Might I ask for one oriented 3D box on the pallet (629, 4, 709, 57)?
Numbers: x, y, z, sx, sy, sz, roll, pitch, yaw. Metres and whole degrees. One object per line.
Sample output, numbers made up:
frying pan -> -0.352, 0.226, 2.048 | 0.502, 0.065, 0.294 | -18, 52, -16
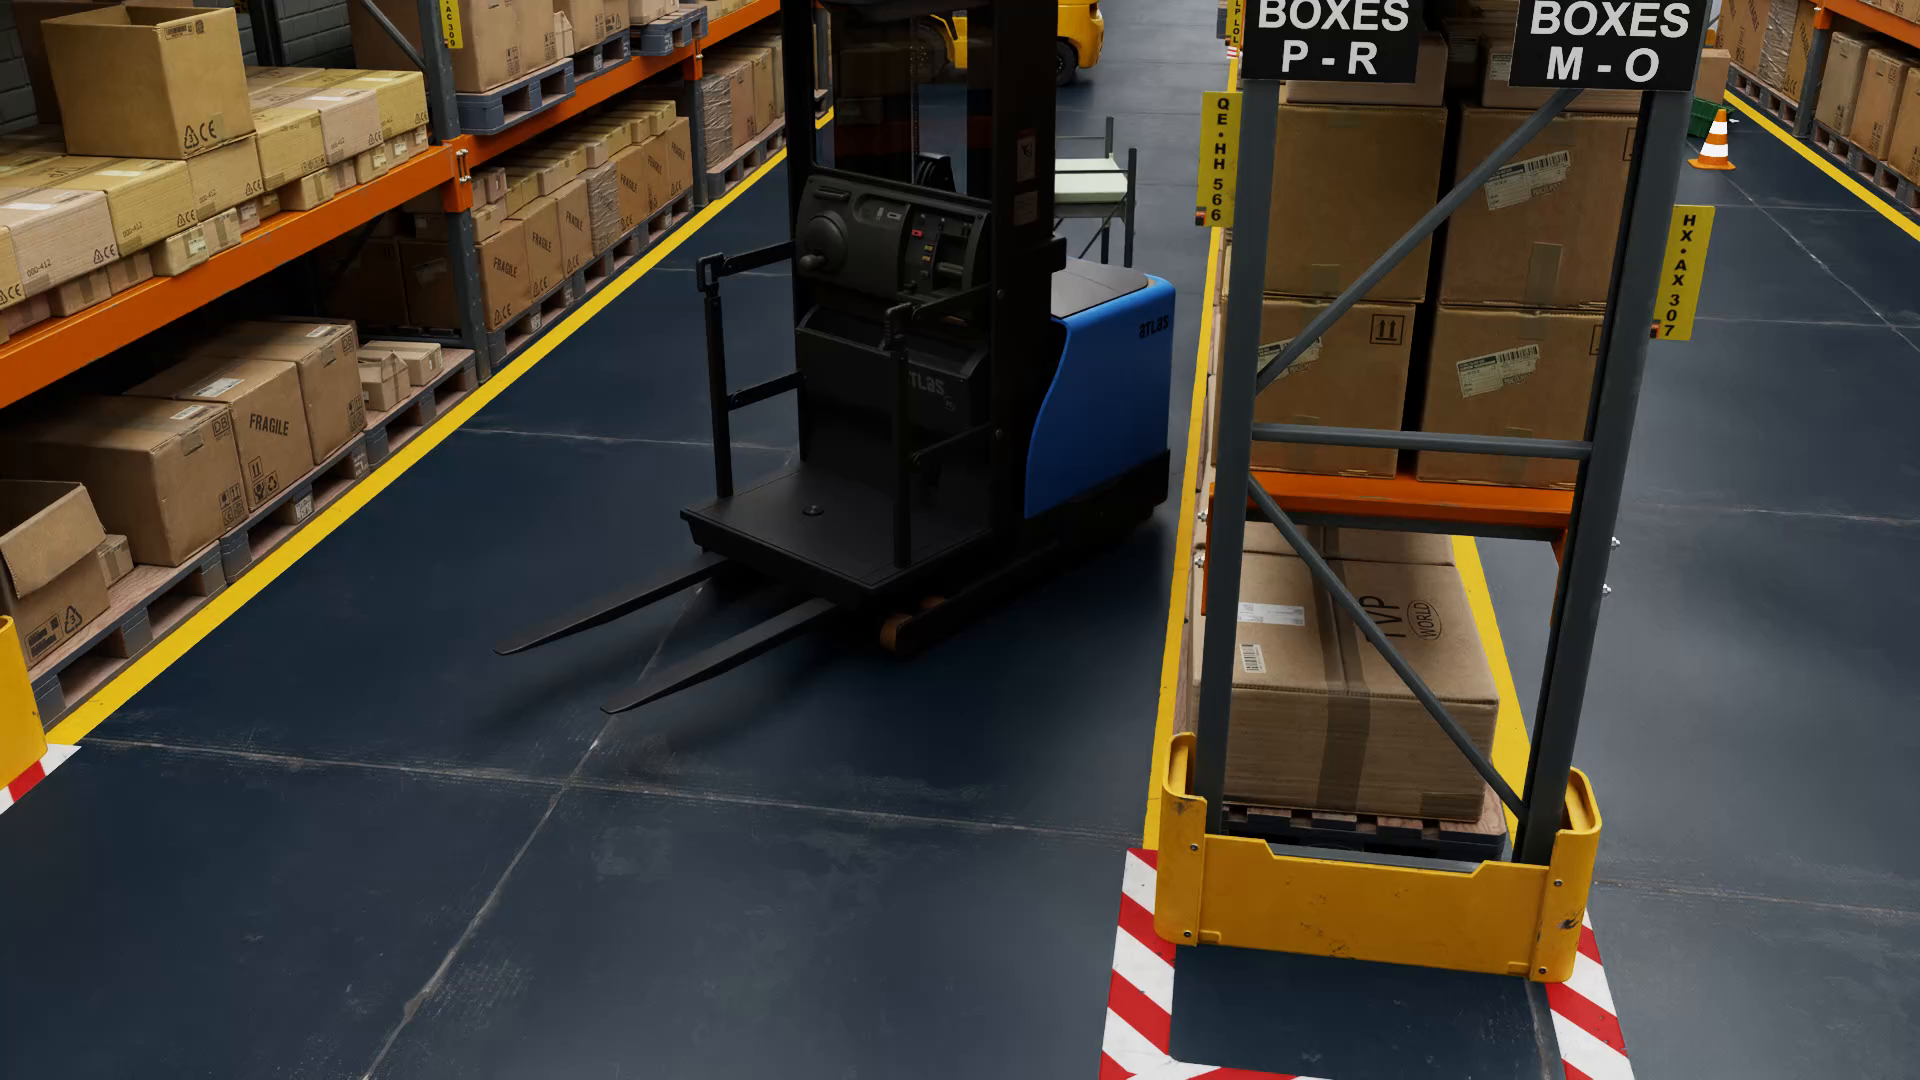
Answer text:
pallet -> -2.468, -3.558, 11.539 | 1.213, 0.211, 1.003 | 4, 25, 9

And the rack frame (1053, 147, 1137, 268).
rack frame -> 0.594, -1.079, 7.785 | 0.400, 1.500, 0.023 | -1, 25, -3

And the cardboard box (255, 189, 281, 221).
cardboard box -> -3.159, -1.458, 7.123 | 0.380, 0.149, 0.250 | 4, 25, 9

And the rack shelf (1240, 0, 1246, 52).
rack shelf -> 1.490, -2.114, 5.539 | 1.077, 0.370, 4.000 | 4, 25, 9

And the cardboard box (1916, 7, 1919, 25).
cardboard box -> 7.344, -3.960, 12.054 | 0.500, 0.500, 0.500 | 4, 25, 8

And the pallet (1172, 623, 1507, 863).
pallet -> 1.217, 0.678, 5.553 | 1.003, 0.211, 1.213 | 4, 25, 9

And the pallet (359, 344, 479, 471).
pallet -> -3.194, -0.710, 8.518 | 1.003, 0.211, 1.213 | 4, 25, 9

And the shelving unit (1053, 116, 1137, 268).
shelving unit -> 0.573, -1.234, 8.116 | 0.431, 1.500, 0.755 | -1, 25, -3

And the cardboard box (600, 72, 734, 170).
cardboard box -> -2.311, -3.308, 13.085 | 0.875, 0.625, 0.625 | 5, 26, 10

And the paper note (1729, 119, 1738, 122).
paper note -> 7.241, -3.963, 15.679 | 0.147, 0.020, 0.142 | -14, 29, -27

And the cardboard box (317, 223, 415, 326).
cardboard box -> -3.292, -1.544, 9.464 | 0.500, 0.500, 0.500 | 4, 25, 8

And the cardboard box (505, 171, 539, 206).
cardboard box -> -2.728, -2.089, 9.862 | 0.380, 0.149, 0.250 | 4, 25, 8

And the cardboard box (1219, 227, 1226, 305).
cardboard box -> 1.224, -1.152, 6.055 | 0.500, 0.500, 0.500 | 5, 26, 10

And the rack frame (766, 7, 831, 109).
rack frame -> -1.773, -5.606, 15.689 | 1.000, 3.000, 0.127 | 4, 25, 9

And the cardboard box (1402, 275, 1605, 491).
cardboard box -> 1.525, -0.471, 4.601 | 0.500, 0.500, 0.500 | 4, 25, 8

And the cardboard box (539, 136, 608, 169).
cardboard box -> -2.502, -2.508, 10.759 | 0.380, 0.149, 0.250 | 3, 25, 6

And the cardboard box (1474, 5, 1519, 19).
cardboard box -> 1.623, -1.382, 4.601 | 0.380, 0.149, 0.250 | 5, 26, 10

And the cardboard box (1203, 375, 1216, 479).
cardboard box -> 1.463, -0.318, 6.918 | 0.875, 0.438, 0.875 | 3, 25, 7

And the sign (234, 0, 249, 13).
sign -> -3.629, -2.822, 8.374 | 0.100, 0.325, 0.005 | 4, 25, 9

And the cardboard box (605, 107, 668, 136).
cardboard box -> -2.272, -2.945, 11.691 | 0.380, 0.149, 0.250 | 3, 25, 6

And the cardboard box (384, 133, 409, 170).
cardboard box -> -2.905, -1.885, 8.036 | 0.380, 0.149, 0.250 | 5, 25, 10

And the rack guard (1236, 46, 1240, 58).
rack guard -> 3.766, -5.773, 18.994 | 1.175, 0.500, 0.348 | 4, 25, 9

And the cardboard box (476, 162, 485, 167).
cardboard box -> -3.122, -2.219, 10.141 | 0.380, 0.149, 0.250 | 5, 25, 10

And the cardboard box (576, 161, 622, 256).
cardboard box -> -2.525, -2.153, 10.766 | 0.500, 0.500, 0.500 | 3, 25, 7

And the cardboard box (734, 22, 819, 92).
cardboard box -> -1.847, -4.502, 15.635 | 0.875, 0.625, 0.625 | 5, 26, 11

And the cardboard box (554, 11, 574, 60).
cardboard box -> -2.475, -2.944, 9.665 | 0.396, 0.266, 0.258 | 5, 26, 11

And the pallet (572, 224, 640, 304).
pallet -> -2.788, -1.852, 10.958 | 1.003, 0.211, 1.213 | 4, 25, 9

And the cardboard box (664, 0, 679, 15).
cardboard box -> -2.156, -3.708, 11.435 | 0.380, 0.149, 0.250 | 4, 25, 9

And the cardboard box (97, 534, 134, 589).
cardboard box -> -3.433, 0.089, 6.388 | 0.380, 0.149, 0.250 | 3, 25, 6

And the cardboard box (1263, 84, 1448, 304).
cardboard box -> 1.007, -0.961, 4.468 | 0.500, 0.500, 0.500 | 5, 26, 10

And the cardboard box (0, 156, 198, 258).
cardboard box -> -3.233, -1.248, 6.205 | 0.500, 0.250, 0.500 | 4, 25, 8

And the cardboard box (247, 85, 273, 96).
cardboard box -> -3.503, -1.929, 7.658 | 0.500, 0.250, 0.500 | 4, 25, 8

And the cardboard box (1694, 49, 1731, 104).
cardboard box -> 7.266, -4.553, 16.383 | 0.500, 0.500, 0.500 | 8, 26, 18

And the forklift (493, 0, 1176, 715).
forklift -> -0.412, -1.128, 6.202 | 1.130, 2.935, 3.031 | 20, 32, 37

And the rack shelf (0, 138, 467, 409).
rack shelf -> -3.407, -1.098, 6.906 | 1.077, 0.370, 4.000 | 4, 25, 9

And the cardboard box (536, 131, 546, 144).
cardboard box -> -2.982, -2.650, 11.061 | 0.380, 0.149, 0.250 | 3, 25, 7

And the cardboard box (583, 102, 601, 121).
cardboard box -> -2.820, -3.089, 11.998 | 0.380, 0.149, 0.250 | 5, 26, 11

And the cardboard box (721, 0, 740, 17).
cardboard box -> -2.026, -4.244, 12.956 | 0.500, 0.250, 0.500 | 3, 25, 7

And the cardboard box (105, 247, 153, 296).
cardboard box -> -3.266, -1.027, 6.202 | 0.380, 0.149, 0.250 | 4, 25, 9

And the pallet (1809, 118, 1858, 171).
pallet -> 7.973, -3.372, 14.206 | 1.003, 0.211, 1.213 | 4, 25, 9

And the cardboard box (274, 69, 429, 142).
cardboard box -> -2.923, -2.097, 8.018 | 0.500, 0.250, 0.500 | 5, 25, 10

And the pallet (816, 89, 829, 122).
pallet -> -1.855, -4.033, 15.616 | 1.003, 0.211, 1.213 | 4, 25, 9

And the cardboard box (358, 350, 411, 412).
cardboard box -> -2.940, -0.810, 8.171 | 0.396, 0.266, 0.258 | 5, 26, 10

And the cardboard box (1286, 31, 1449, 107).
cardboard box -> 1.024, -1.201, 4.215 | 0.380, 0.149, 0.250 | 4, 25, 9

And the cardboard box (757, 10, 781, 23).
cardboard box -> -1.884, -5.223, 16.439 | 0.500, 0.250, 0.500 | 5, 25, 10

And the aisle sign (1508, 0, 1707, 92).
aisle sign -> 1.438, -1.372, 3.577 | 0.394, 0.787, 0.004 | 4, 25, 9

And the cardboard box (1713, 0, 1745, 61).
cardboard box -> 8.632, -5.576, 17.635 | 0.875, 0.875, 0.875 | 4, 25, 9
